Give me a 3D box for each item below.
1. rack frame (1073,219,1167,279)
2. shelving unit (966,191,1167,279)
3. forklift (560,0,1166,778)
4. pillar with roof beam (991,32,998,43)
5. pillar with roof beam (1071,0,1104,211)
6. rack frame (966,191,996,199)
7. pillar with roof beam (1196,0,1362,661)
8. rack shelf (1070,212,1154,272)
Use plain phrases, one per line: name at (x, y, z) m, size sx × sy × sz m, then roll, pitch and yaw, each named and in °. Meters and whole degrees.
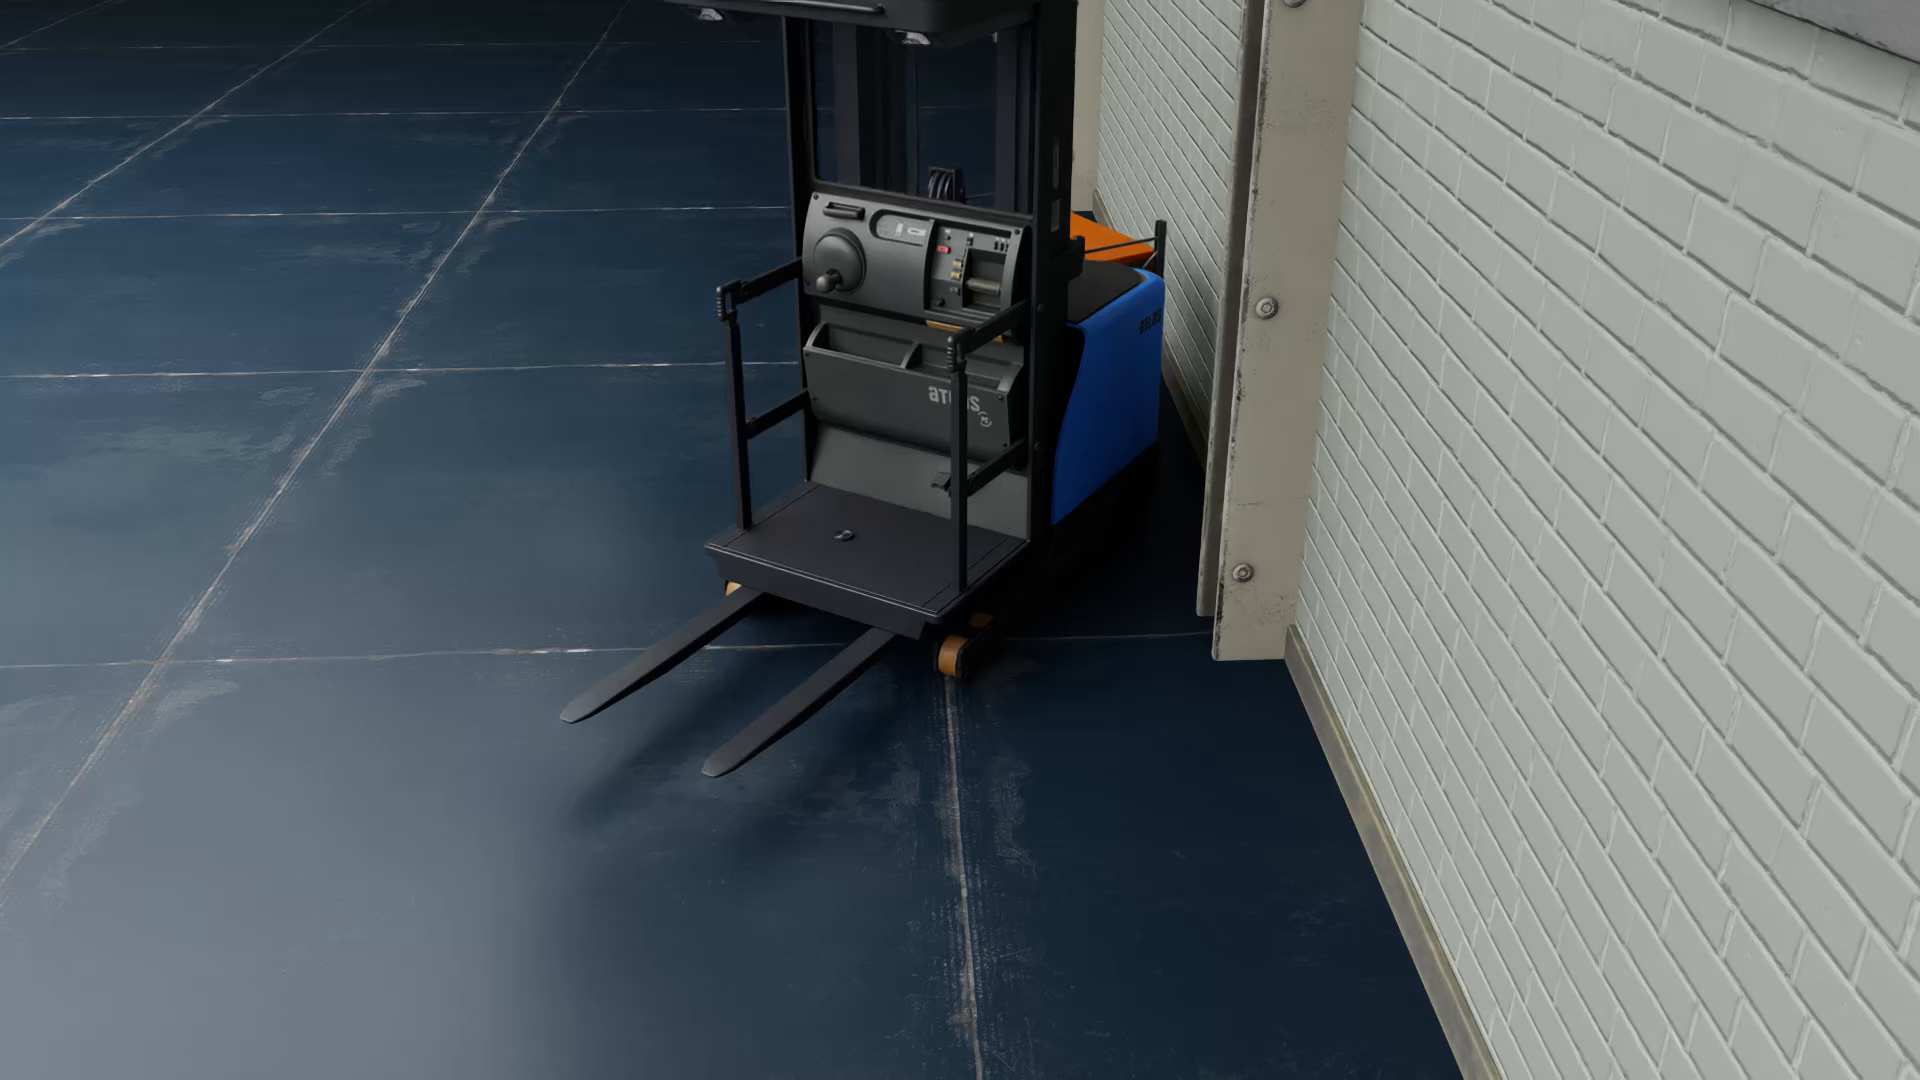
rack frame at (0.727, -0.909, 7.777) m, size 0.500 × 1.125 × 0.032 m, roll -16°, pitch 31°, yaw -27°
shelving unit at (0.463, -1.111, 8.163) m, size 0.538 × 1.125 × 1.048 m, roll -16°, pitch 31°, yaw -27°
forklift at (-0.292, -1.023, 6.042) m, size 1.130 × 2.935 × 3.031 m, roll 15°, pitch 31°, yaw 27°
pillar with roof beam at (-3.810, -9.061, 14.893) m, size 9.100 × 9.000 × 0.400 m, roll -1°, pitch 28°, yaw -3°
pillar with roof beam at (-3.497, -6.291, 9.580) m, size 9.100 × 9.000 × 0.400 m, roll -1°, pitch 28°, yaw -3°
rack frame at (0.200, -1.312, 8.549) m, size 0.500 × 1.125 × 0.032 m, roll -16°, pitch 31°, yaw -27°
pillar with roof beam at (-3.183, -3.520, 4.267) m, size 9.100 × 9.000 × 0.400 m, roll -1°, pitch 28°, yaw -3°
rack shelf at (0.463, -1.370, 8.028) m, size 0.538 × 0.278 × 1.000 m, roll -16°, pitch 31°, yaw -27°
